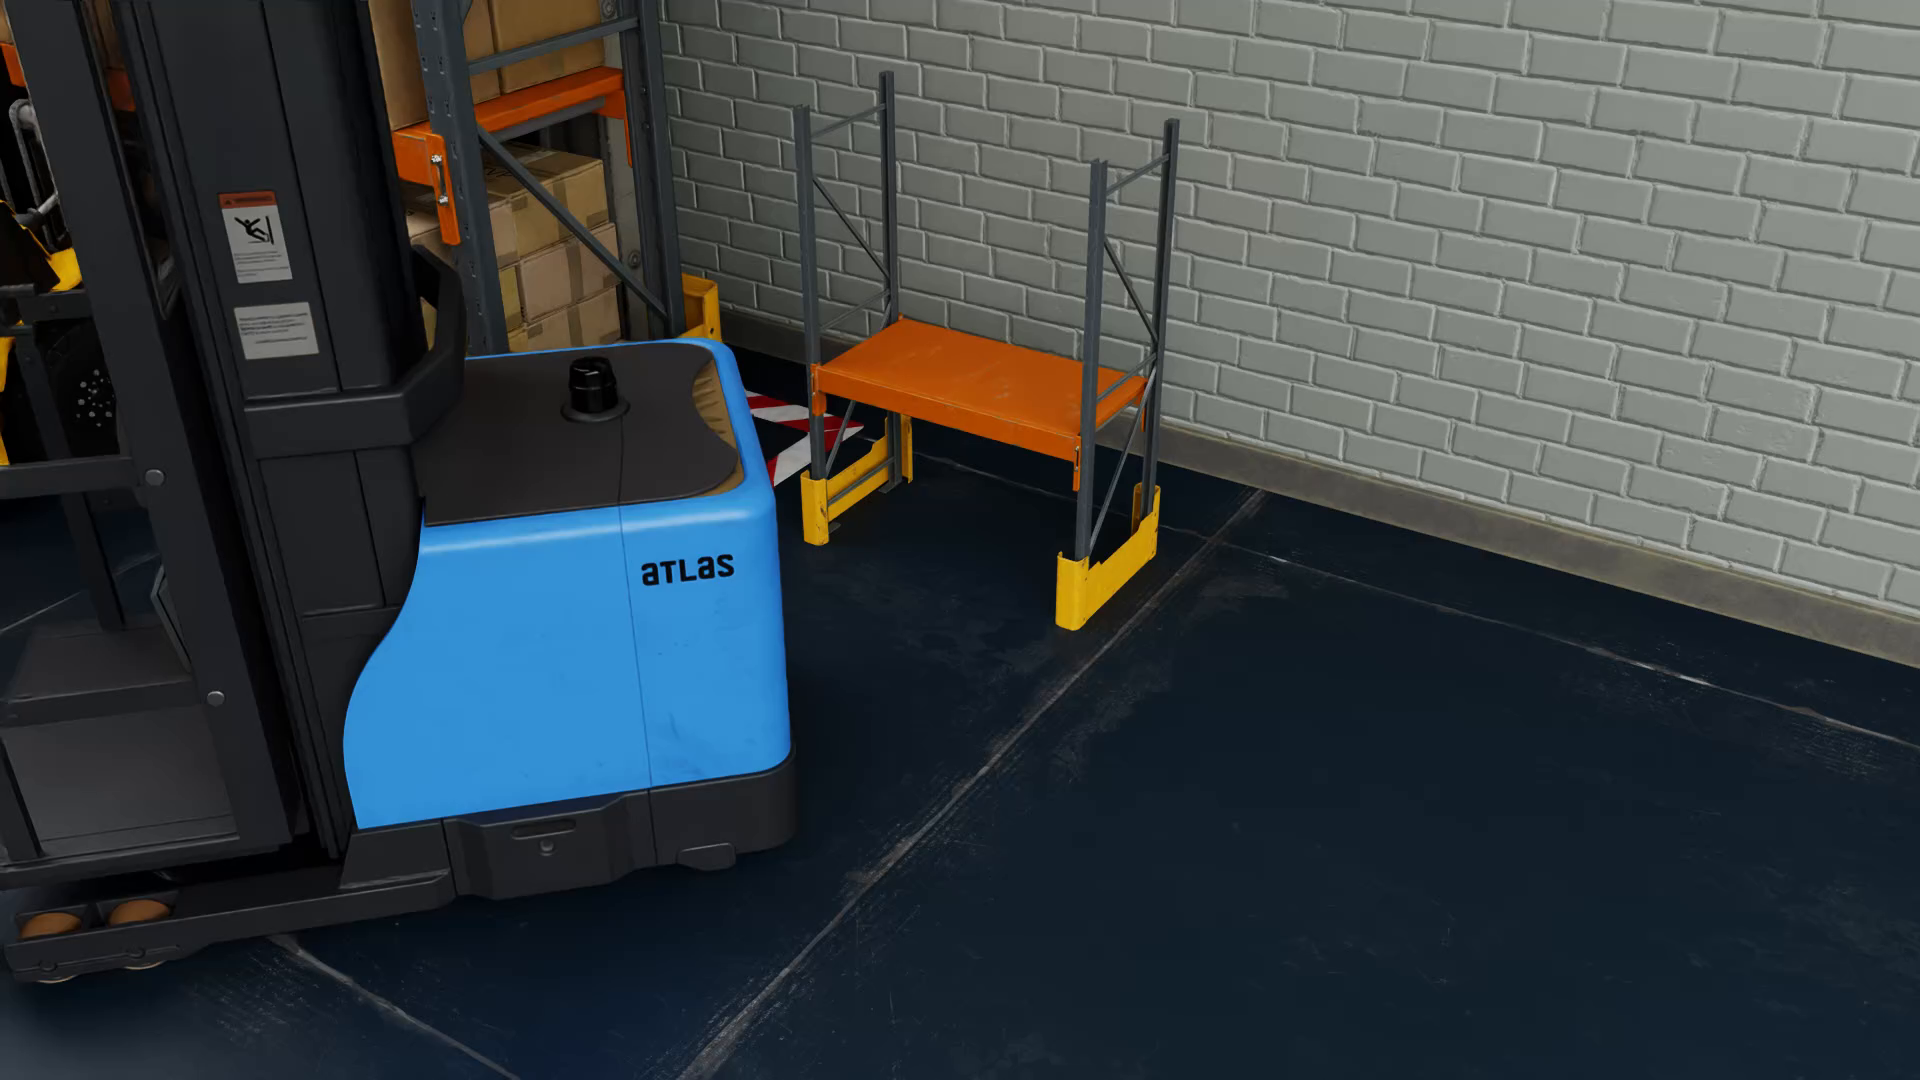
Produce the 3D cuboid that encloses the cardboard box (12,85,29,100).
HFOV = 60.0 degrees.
[{"bbox_3d":[-4.111,-1.756,7.103,0.500,0.250,0.500,18,35,27],"label":"cardboard box"}]

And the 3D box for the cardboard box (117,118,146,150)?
[{"bbox_3d":[-3.243,-1.484,6.636,0.500,0.250,0.500,17,34,26],"label":"cardboard box"}]

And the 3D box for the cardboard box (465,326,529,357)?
[{"bbox_3d":[-1.959,-0.648,6.197,0.500,0.250,0.500,18,35,28],"label":"cardboard box"}]

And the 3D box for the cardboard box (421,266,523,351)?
[{"bbox_3d":[-1.972,-0.870,6.081,0.500,0.250,0.500,17,34,27],"label":"cardboard box"}]

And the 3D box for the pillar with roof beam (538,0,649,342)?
[{"bbox_3d":[-3.793,-2.989,1.943,0.400,9.000,9.100,18,35,27],"label":"pillar with roof beam"}]

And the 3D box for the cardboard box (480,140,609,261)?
[{"bbox_3d":[-1.700,-1.299,6.319,0.500,0.250,0.500,17,34,27],"label":"cardboard box"}]

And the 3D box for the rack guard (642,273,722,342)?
[{"bbox_3d":[-1.373,-0.577,6.244,0.348,0.500,1.175,18,35,27],"label":"rack guard"}]

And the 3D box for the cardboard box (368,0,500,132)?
[{"bbox_3d":[-1.950,-1.727,5.634,0.500,0.500,0.500,17,34,26],"label":"cardboard box"}]

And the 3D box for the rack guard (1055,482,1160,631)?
[{"bbox_3d":[0.486,0.046,5.423,0.087,0.250,0.587,18,35,27],"label":"rack guard"}]

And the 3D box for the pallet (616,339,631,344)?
[{"bbox_3d":[-2.063,-0.646,6.648,1.213,0.211,1.003,18,35,27],"label":"pallet"}]

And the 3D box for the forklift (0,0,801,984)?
[{"bbox_3d":[-1.988,-0.508,3.712,3.031,2.935,1.130,-7,31,-11],"label":"forklift"}]

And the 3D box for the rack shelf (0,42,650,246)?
[{"bbox_3d":[-3.087,-1.889,6.725,4.000,0.370,1.077,18,35,27],"label":"rack shelf"}]

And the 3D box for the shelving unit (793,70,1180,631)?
[{"bbox_3d":[0.065,-0.627,5.337,1.083,1.500,0.587,18,35,27],"label":"shelving unit"}]

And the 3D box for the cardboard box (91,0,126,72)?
[{"bbox_3d":[-2.819,-2.007,6.114,0.500,0.500,0.500,17,34,26],"label":"cardboard box"}]

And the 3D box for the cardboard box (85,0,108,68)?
[{"bbox_3d":[-3.250,-2.137,6.336,0.500,0.500,0.500,18,35,28],"label":"cardboard box"}]

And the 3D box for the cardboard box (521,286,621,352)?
[{"bbox_3d":[-1.705,-0.872,6.581,0.500,0.250,0.500,18,35,28],"label":"cardboard box"}]

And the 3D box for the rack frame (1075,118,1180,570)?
[{"bbox_3d":[0.503,-0.489,5.099,0.032,1.500,0.500,18,35,27],"label":"rack frame"}]

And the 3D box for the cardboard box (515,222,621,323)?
[{"bbox_3d":[-1.681,-1.088,6.454,0.500,0.250,0.500,18,35,28],"label":"cardboard box"}]

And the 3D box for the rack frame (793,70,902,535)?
[{"bbox_3d":[-0.358,-0.761,5.566,0.032,1.500,0.500,18,35,27],"label":"rack frame"}]

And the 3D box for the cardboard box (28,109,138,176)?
[{"bbox_3d":[-3.683,-1.628,6.883,0.500,0.250,0.500,19,35,29],"label":"cardboard box"}]

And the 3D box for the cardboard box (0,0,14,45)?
[{"bbox_3d":[-3.665,-2.280,6.583,0.500,0.500,0.500,17,34,27],"label":"cardboard box"}]

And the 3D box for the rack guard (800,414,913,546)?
[{"bbox_3d":[-0.357,-0.221,5.881,0.087,0.250,0.587,18,35,27],"label":"rack guard"}]

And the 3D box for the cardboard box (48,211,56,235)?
[{"bbox_3d":[-3.688,-1.410,7.006,0.500,0.250,0.500,17,34,27],"label":"cardboard box"}]

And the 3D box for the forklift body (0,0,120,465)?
[{"bbox_3d":[-3.969,-1.026,5.375,1.214,2.155,2.313,18,35,27],"label":"forklift body"}]

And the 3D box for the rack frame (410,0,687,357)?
[{"bbox_3d":[-1.393,-1.664,5.625,0.127,3.000,1.000,18,35,27],"label":"rack frame"}]

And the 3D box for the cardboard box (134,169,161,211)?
[{"bbox_3d":[-2.818,-1.345,6.398,0.500,0.250,0.500,18,35,28],"label":"cardboard box"}]

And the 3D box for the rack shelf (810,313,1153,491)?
[{"bbox_3d":[0.072,-0.470,5.424,1.000,0.185,0.538,18,35,27],"label":"rack shelf"}]

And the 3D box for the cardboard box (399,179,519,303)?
[{"bbox_3d":[-1.949,-1.079,5.943,0.500,0.250,0.500,19,35,29],"label":"cardboard box"}]

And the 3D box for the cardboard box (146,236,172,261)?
[{"bbox_3d":[-2.839,-1.139,6.541,0.500,0.250,0.500,17,34,26],"label":"cardboard box"}]

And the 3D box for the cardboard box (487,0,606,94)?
[{"bbox_3d":[-1.665,-1.958,6.030,0.500,0.500,0.500,19,35,29],"label":"cardboard box"}]
